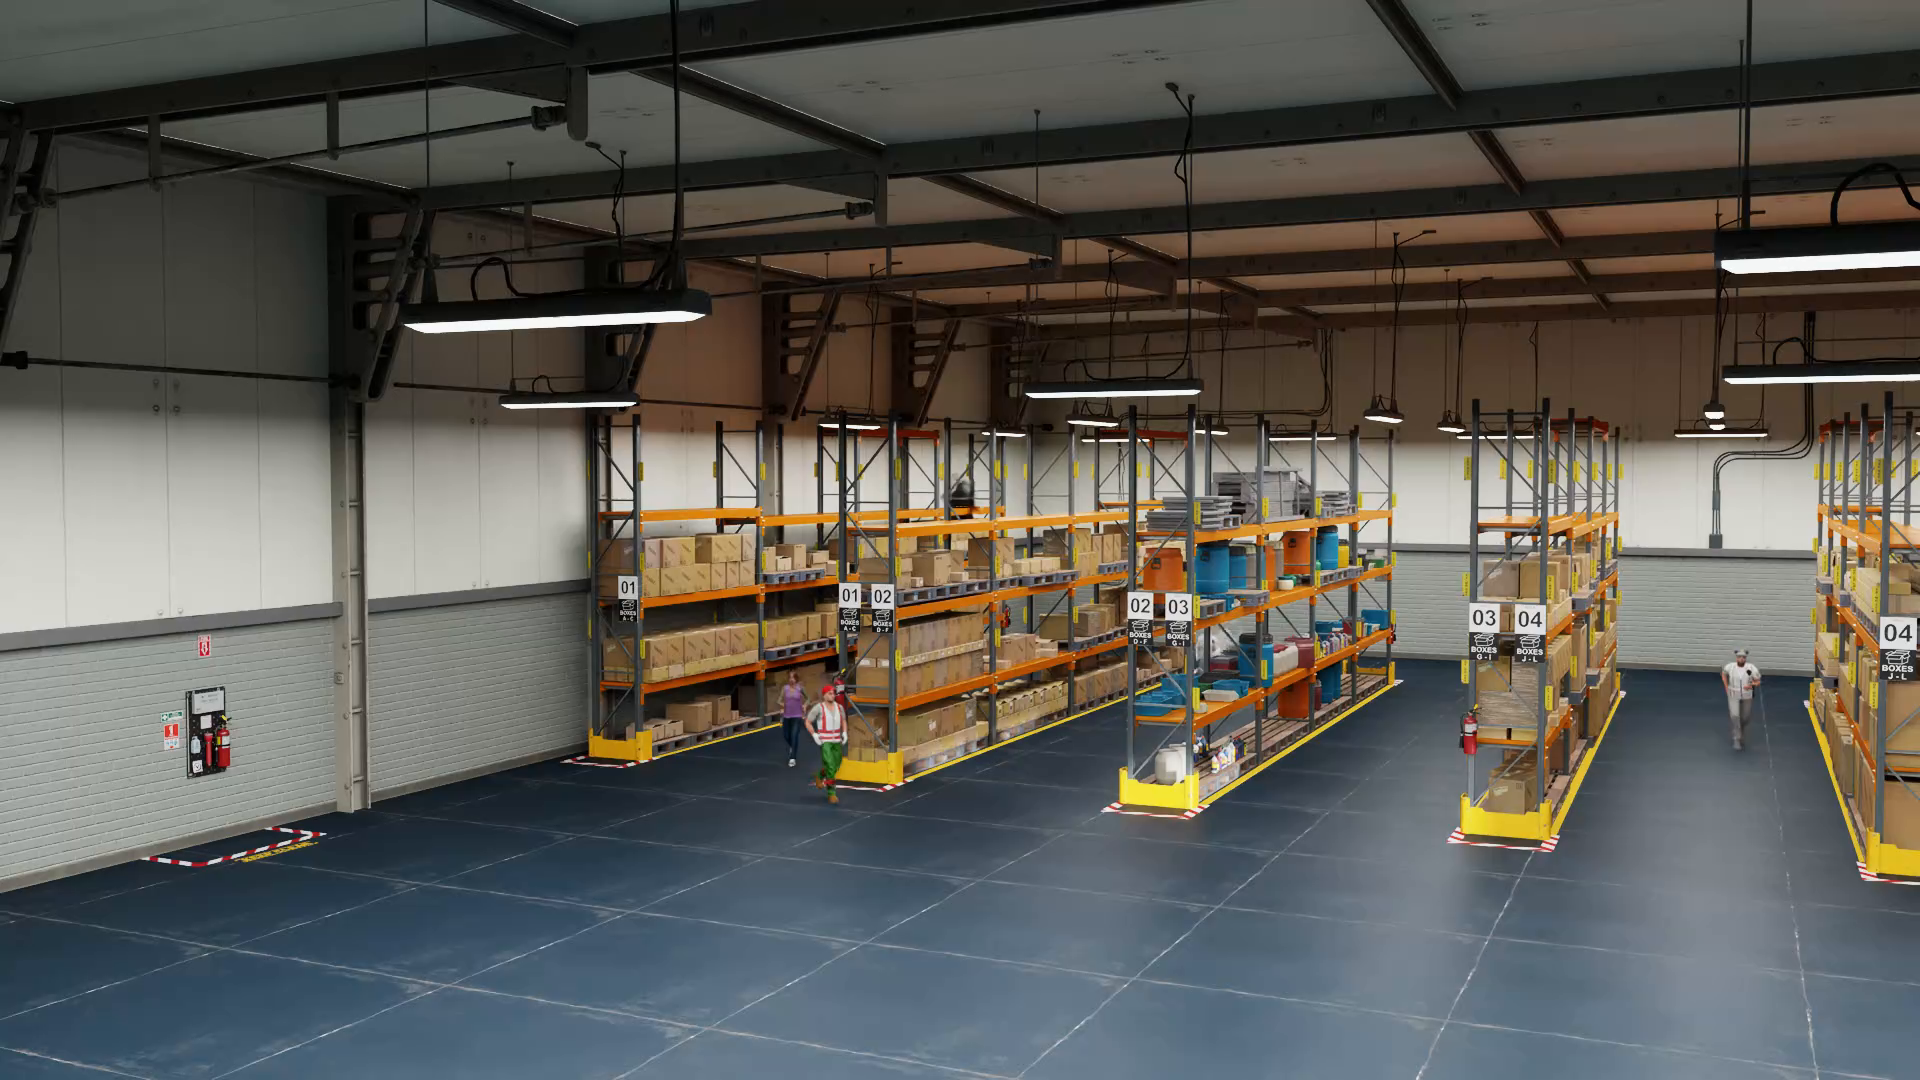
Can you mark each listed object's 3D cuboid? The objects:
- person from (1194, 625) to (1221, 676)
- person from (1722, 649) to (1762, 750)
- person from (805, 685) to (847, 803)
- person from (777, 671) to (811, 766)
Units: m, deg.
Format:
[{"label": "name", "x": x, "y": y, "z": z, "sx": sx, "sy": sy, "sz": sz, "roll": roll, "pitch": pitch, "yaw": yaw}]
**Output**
[{"label": "person", "x": 5.445, "y": 2.658, "z": 36.689, "sx": 0.627, "sy": 1.654, "sz": 0.598, "roll": 0, "pitch": 2, "yaw": 11}, {"label": "person", "x": 14.278, "y": 2.879, "z": 30.365, "sx": 0.627, "sy": 1.811, "sz": 1.132, "roll": 1, "pitch": 2, "yaw": 17}, {"label": "person", "x": -2.034, "y": 3.088, "z": 25.437, "sx": 0.693, "sy": 1.768, "sz": 0.782, "roll": -2, "pitch": 3, "yaw": -37}, {"label": "person", "x": -2.852, "y": 3.037, "z": 28.470, "sx": 0.552, "sy": 1.575, "sz": 0.783, "roll": 0, "pitch": 2, "yaw": 7}]
